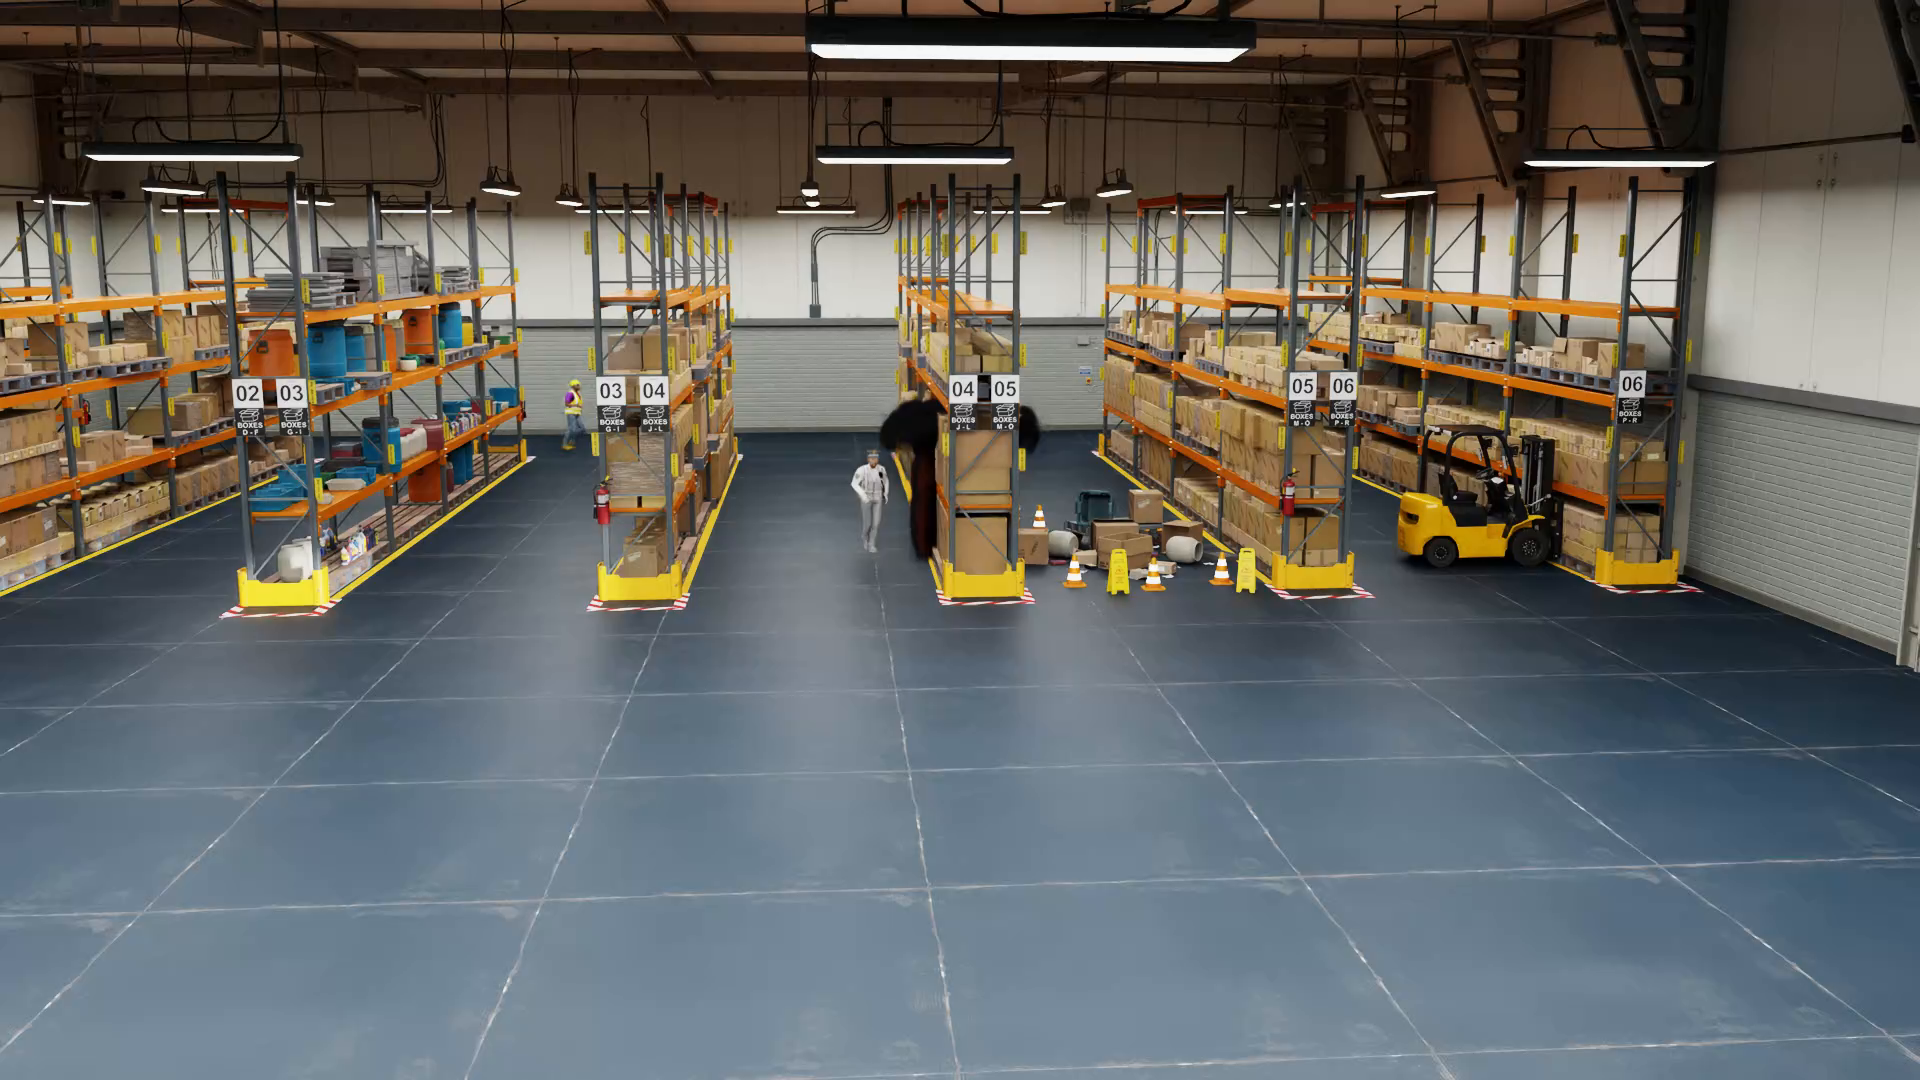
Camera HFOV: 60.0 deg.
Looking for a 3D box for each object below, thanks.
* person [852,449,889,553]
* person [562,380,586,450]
[{"bbox_3d":[-1.394,-0.631,25.947,0.613,1.629,0.583,-2,10,-14],"label":"person"},{"bbox_3d":[-9.543,-3.103,41.315,0.655,1.745,0.704,3,11,19],"label":"person"}]
